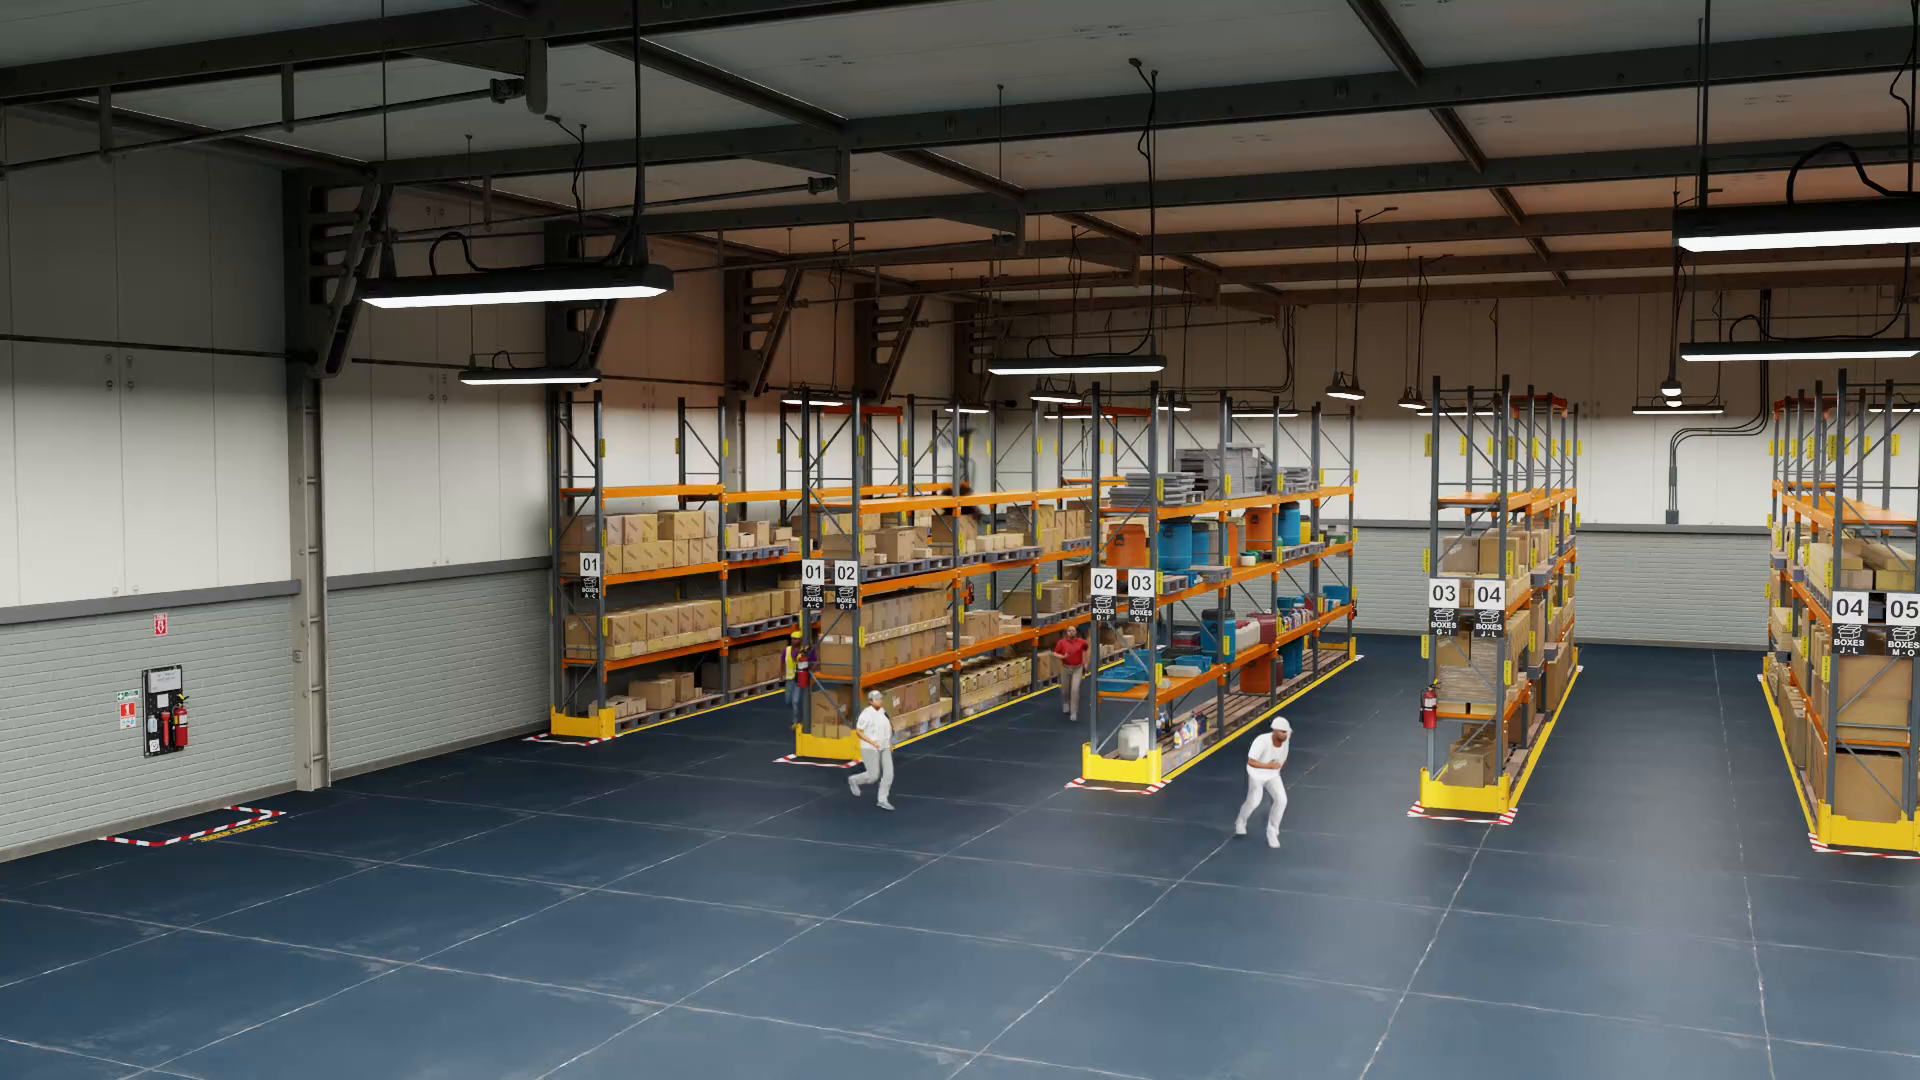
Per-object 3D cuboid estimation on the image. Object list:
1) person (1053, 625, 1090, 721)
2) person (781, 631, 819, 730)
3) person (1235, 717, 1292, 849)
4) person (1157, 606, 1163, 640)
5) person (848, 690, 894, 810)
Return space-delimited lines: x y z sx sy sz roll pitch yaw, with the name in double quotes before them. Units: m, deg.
"person" 2.058 2.427 30.756 0.680 1.714 0.926 0 3 3
"person" -2.889 2.495 29.794 0.723 1.743 0.644 1 3 18
"person" 3.848 3.039 21.019 0.745 1.704 1.009 -2 4 -28
"person" 5.023 1.827 43.093 0.511 1.564 0.644 -1 3 -25
"person" -1.211 2.914 23.215 0.754 1.647 0.611 3 4 41
